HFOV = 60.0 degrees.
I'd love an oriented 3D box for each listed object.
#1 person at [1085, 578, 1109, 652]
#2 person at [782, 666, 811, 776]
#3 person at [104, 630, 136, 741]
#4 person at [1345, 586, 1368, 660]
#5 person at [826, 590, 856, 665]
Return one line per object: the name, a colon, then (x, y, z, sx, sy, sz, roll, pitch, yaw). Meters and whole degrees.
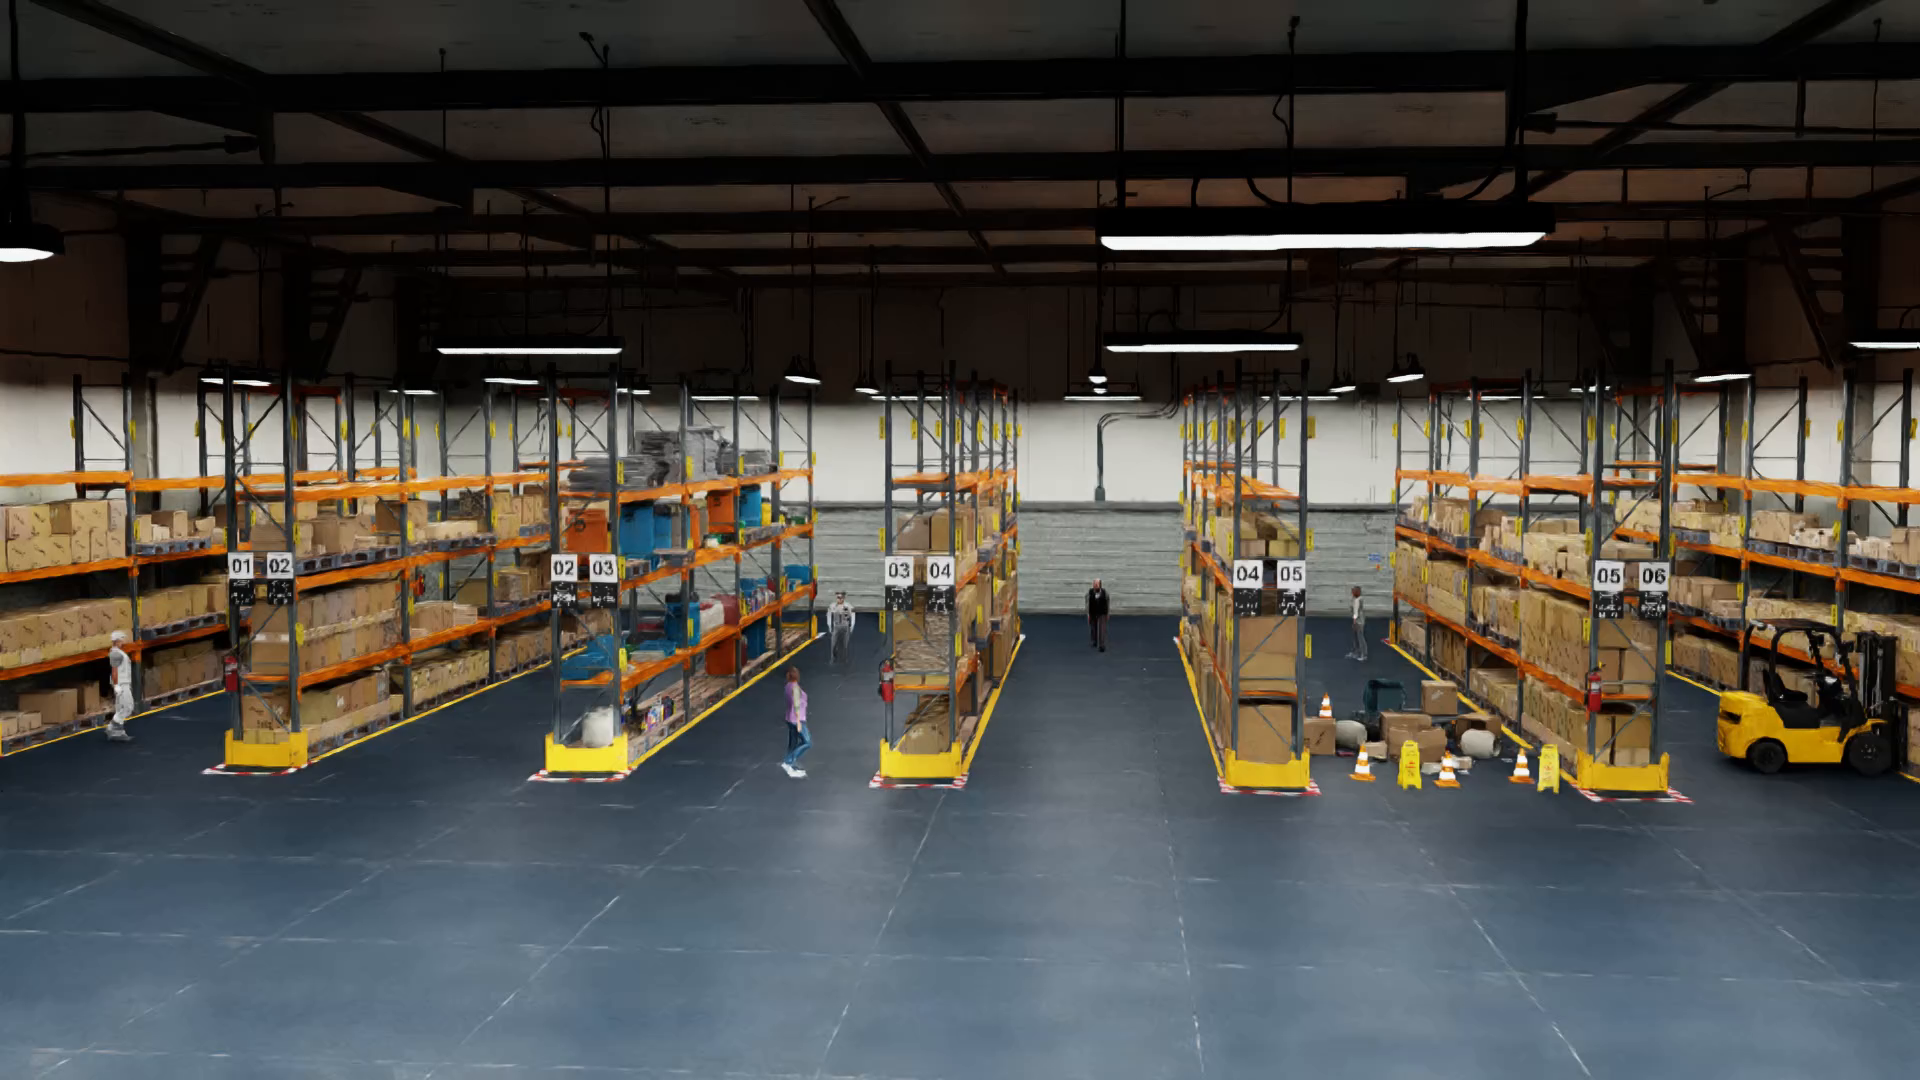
person: (3.115, 1.681, 37.838, 0.543, 1.648, 1.115, 0, 4, 7)
person: (-2.396, 2.627, 24.002, 0.407, 1.594, 0.459, -2, 4, -25)
person: (-13.544, 2.348, 26.767, 0.443, 1.786, 0.598, -2, 4, -22)
person: (8.676, 1.801, 36.358, 0.530, 1.589, 0.547, 1, 4, 20)
person: (-2.537, 1.863, 35.462, 0.639, 1.632, 0.498, 0, 4, 3)
